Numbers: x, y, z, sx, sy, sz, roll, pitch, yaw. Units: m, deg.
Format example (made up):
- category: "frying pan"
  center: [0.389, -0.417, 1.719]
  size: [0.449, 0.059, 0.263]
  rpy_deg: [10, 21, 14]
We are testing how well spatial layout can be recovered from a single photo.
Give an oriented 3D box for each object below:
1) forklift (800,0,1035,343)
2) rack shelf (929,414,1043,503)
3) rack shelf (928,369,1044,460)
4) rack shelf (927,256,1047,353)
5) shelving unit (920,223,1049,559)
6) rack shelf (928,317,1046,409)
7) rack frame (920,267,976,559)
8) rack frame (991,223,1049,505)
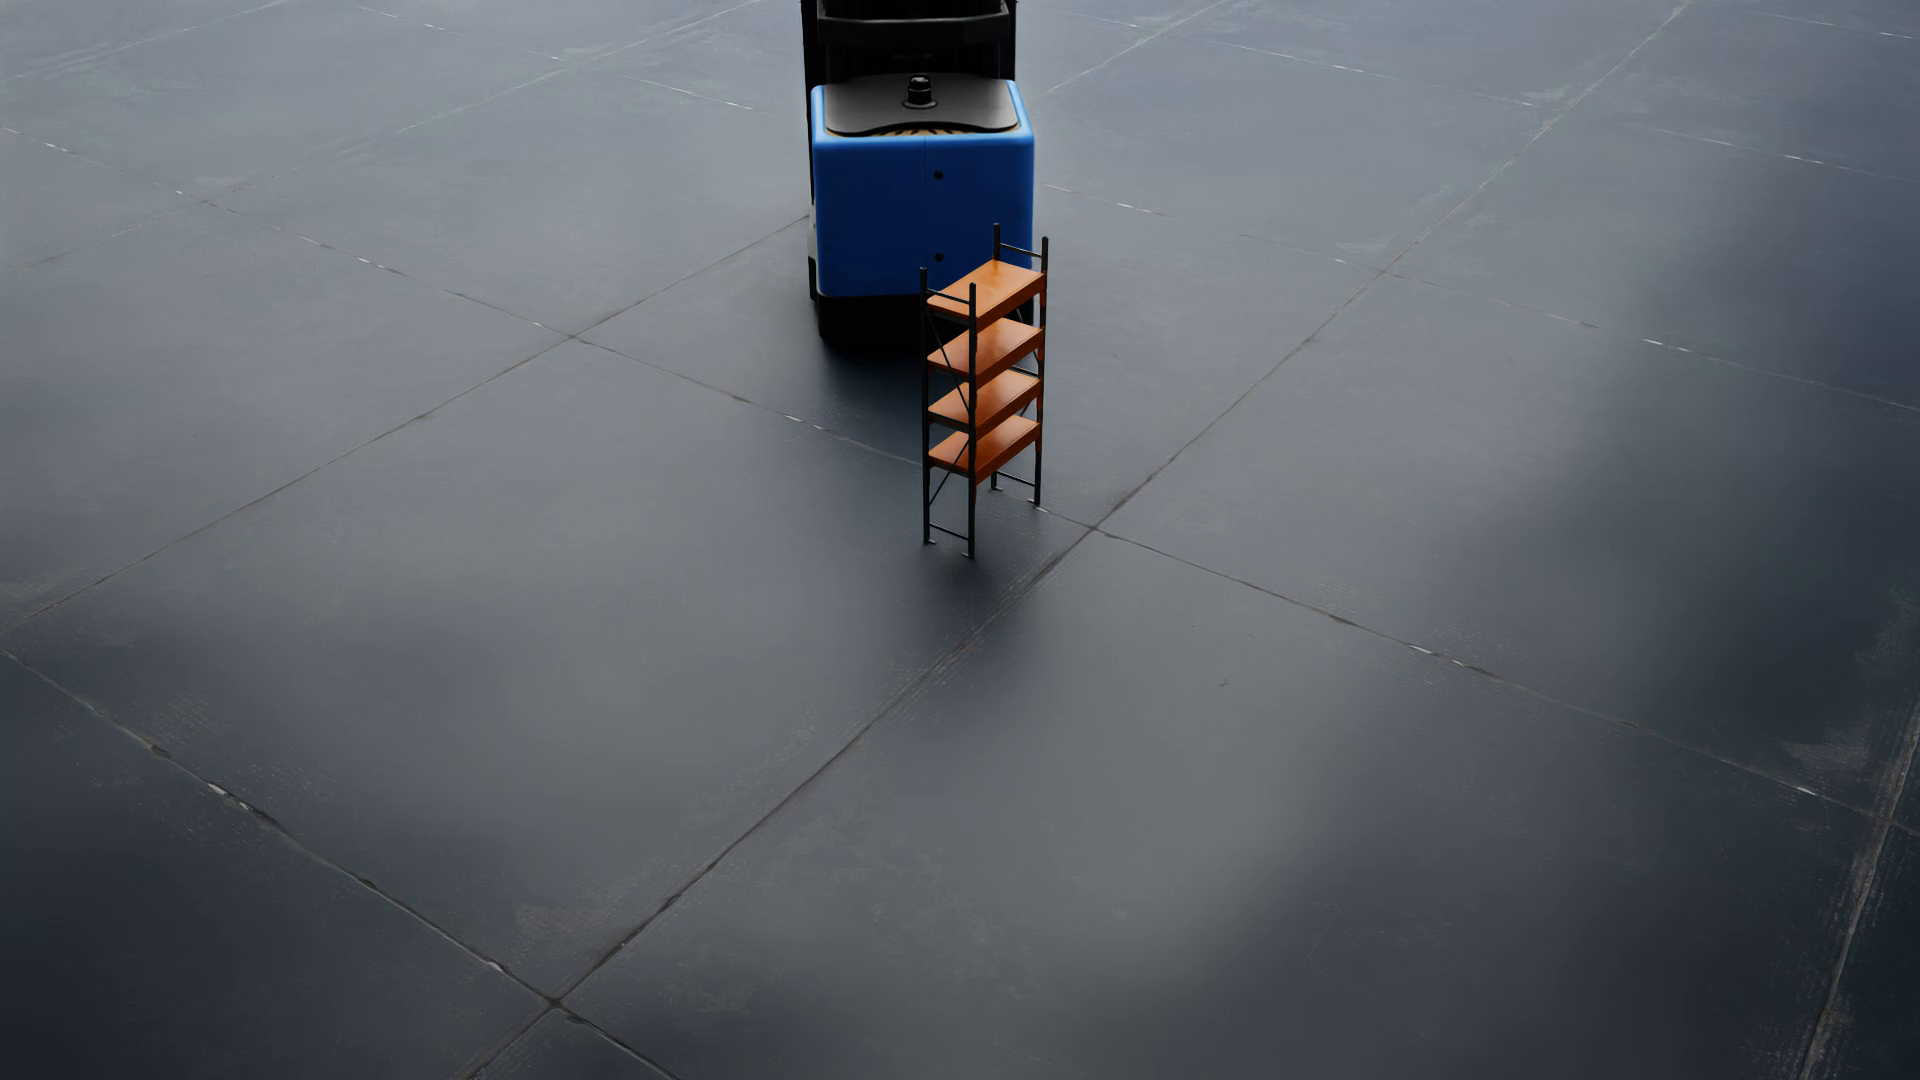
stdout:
- category: "forklift"
  center: [-0.281, -2.970, 8.526]
  size: [1.130, 2.935, 3.031]
  rpy_deg: [-3, 34, -4]
- category: "rack shelf"
  center: [0.094, -0.353, 6.675]
  size: [0.258, 0.148, 0.480]
  rpy_deg: [21, 39, 28]
- category: "rack shelf"
  center: [0.094, -0.517, 6.564]
  size: [0.258, 0.148, 0.480]
  rpy_deg: [21, 39, 28]
- category: "rack shelf"
  center: [0.094, -0.899, 6.306]
  size: [0.258, 0.148, 0.480]
  rpy_deg: [21, 39, 28]
- category: "shelving unit"
  center: [0.094, -0.573, 6.527]
  size: [0.258, 1.200, 0.503]
  rpy_deg: [21, 39, 28]
- category: "rack shelf"
  center: [0.094, -0.703, 6.439]
  size: [0.258, 0.148, 0.480]
  rpy_deg: [21, 39, 28]
- category: "rack frame"
  center: [-0.045, -0.461, 6.361]
  size: [0.240, 1.200, 0.015]
  rpy_deg: [21, 39, 28]
- category: "rack frame"
  center: [0.234, -0.686, 6.693]
  size: [0.240, 1.200, 0.015]
  rpy_deg: [21, 39, 28]
